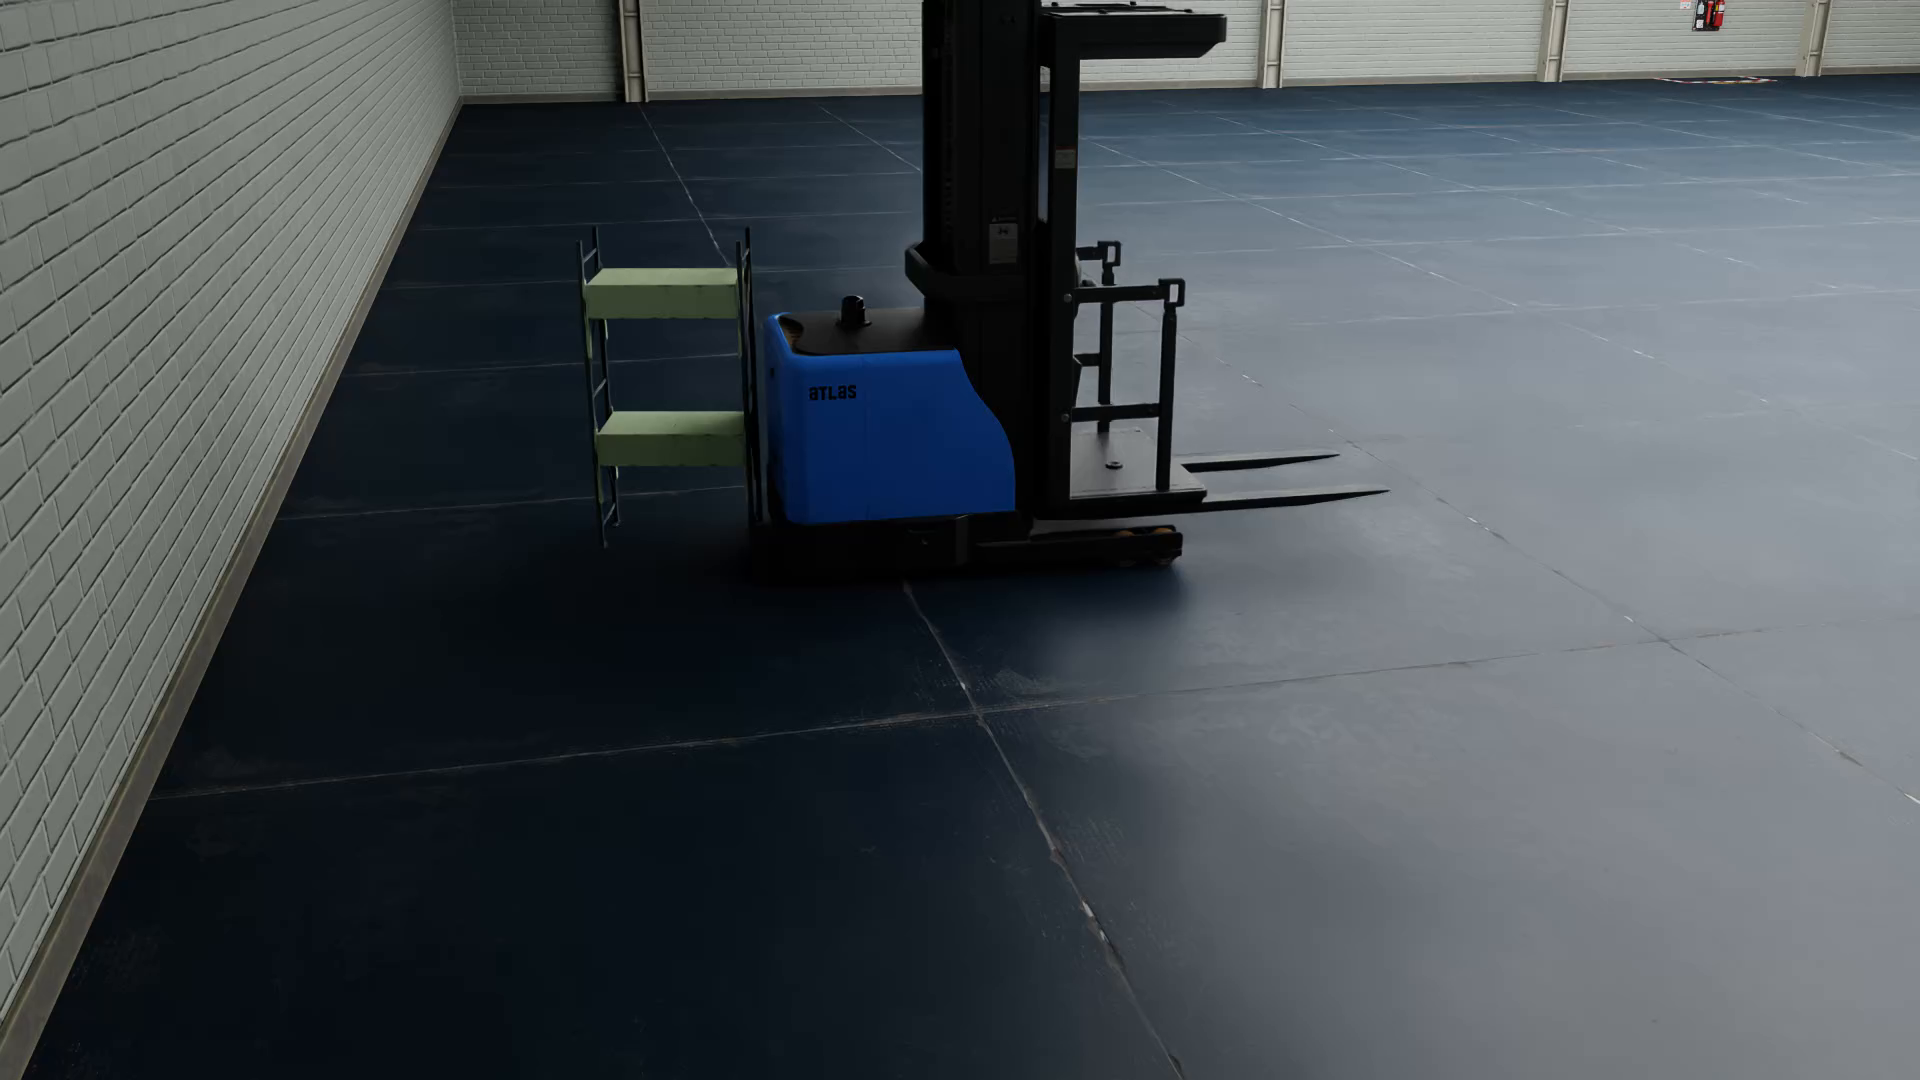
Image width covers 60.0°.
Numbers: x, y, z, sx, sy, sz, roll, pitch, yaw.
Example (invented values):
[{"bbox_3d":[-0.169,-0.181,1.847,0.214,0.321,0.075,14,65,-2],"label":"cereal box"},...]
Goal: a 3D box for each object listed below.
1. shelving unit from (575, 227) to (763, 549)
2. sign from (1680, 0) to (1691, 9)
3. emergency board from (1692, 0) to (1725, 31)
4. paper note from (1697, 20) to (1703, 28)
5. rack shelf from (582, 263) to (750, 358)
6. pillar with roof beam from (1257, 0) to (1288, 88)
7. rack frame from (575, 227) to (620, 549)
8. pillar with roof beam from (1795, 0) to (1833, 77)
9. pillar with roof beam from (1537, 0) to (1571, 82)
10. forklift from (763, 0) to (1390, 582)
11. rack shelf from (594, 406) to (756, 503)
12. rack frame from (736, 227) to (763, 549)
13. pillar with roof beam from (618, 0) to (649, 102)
[{"bbox_3d":[-1.381,-0.728,8.038,0.755,1.500,0.431,0,20,0],"label":"shelving unit"},{"bbox_3d":[14.657,-10.897,33.566,0.234,0.329,0.001,-5,21,-12],"label":"sign"},{"bbox_3d":[15.219,-10.889,33.597,0.643,1.169,0.194,-5,21,-12],"label":"emergency board"},{"bbox_3d":[15.031,-10.485,33.774,0.142,0.148,0.016,-5,21,-12],"label":"paper note"},{"bbox_3d":[-1.381,-1.094,7.904,0.720,0.370,0.431,0,20,0],"label":"rack shelf"},{"bbox_3d":[6.945,-11.498,26.538,0.400,9.000,9.100,-5,21,-12],"label":"pillar with roof beam"},{"bbox_3d":[-1.747,-0.727,8.036,0.023,1.500,0.400,0,20,0],"label":"rack frame"},{"bbox_3d":[18.623,-12.448,29.131,0.400,9.000,9.100,-5,21,-12],"label":"pillar with roof beam"},{"bbox_3d":[12.784,-11.973,27.834,0.400,9.000,9.100,-5,21,-12],"label":"pillar with roof beam"},{"bbox_3d":[0.594,-1.425,7.861,3.031,2.935,1.130,-4,21,-11],"label":"forklift"},{"bbox_3d":[-1.381,-0.422,8.150,0.720,0.370,0.431,0,20,0],"label":"rack shelf"},{"bbox_3d":[-1.015,-0.729,8.040,0.023,1.500,0.400,0,20,0],"label":"rack frame"},{"bbox_3d":[-4.732,-10.548,23.945,0.400,9.000,9.100,-5,21,-12],"label":"pillar with roof beam"}]
